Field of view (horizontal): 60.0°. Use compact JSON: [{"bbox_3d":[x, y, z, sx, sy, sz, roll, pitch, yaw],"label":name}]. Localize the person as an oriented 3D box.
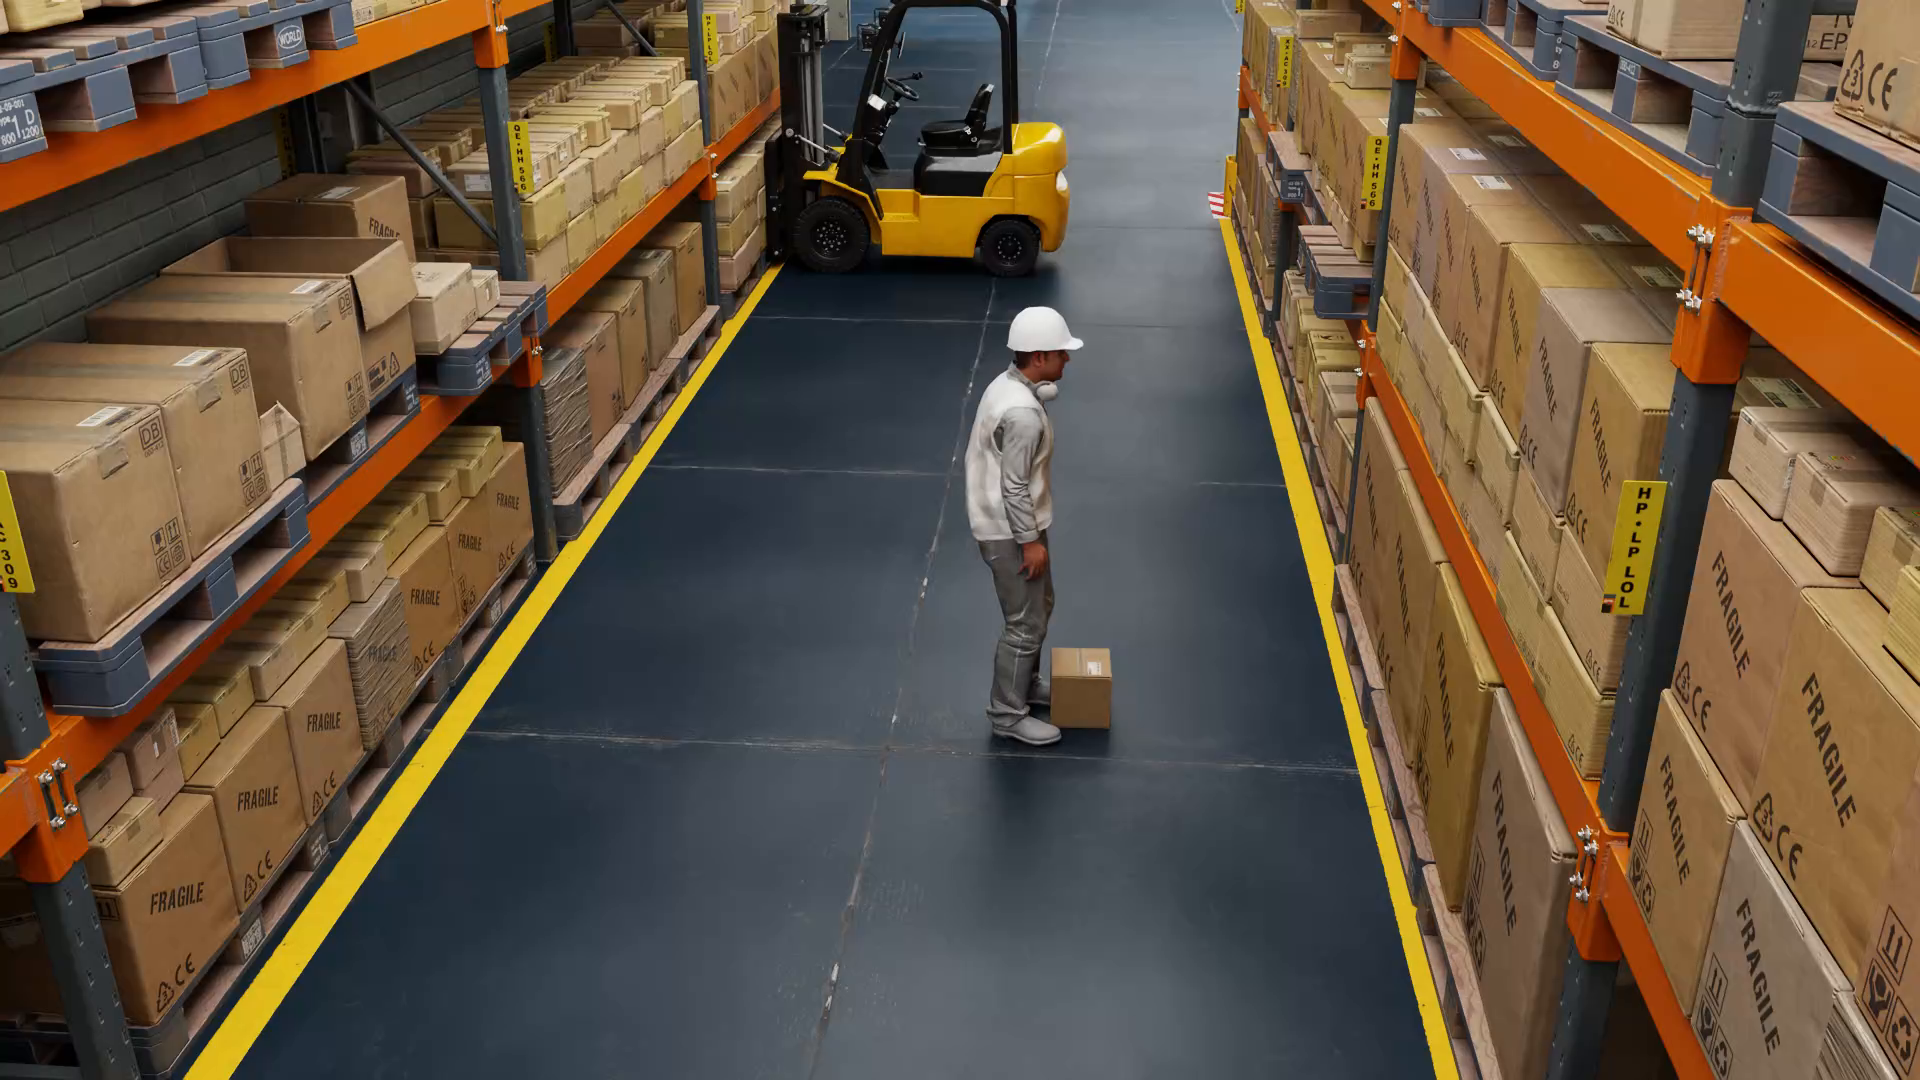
[{"bbox_3d":[0.254,-0.075,6.739,0.470,1.769,0.594,1,24,1],"label":"person"}]
